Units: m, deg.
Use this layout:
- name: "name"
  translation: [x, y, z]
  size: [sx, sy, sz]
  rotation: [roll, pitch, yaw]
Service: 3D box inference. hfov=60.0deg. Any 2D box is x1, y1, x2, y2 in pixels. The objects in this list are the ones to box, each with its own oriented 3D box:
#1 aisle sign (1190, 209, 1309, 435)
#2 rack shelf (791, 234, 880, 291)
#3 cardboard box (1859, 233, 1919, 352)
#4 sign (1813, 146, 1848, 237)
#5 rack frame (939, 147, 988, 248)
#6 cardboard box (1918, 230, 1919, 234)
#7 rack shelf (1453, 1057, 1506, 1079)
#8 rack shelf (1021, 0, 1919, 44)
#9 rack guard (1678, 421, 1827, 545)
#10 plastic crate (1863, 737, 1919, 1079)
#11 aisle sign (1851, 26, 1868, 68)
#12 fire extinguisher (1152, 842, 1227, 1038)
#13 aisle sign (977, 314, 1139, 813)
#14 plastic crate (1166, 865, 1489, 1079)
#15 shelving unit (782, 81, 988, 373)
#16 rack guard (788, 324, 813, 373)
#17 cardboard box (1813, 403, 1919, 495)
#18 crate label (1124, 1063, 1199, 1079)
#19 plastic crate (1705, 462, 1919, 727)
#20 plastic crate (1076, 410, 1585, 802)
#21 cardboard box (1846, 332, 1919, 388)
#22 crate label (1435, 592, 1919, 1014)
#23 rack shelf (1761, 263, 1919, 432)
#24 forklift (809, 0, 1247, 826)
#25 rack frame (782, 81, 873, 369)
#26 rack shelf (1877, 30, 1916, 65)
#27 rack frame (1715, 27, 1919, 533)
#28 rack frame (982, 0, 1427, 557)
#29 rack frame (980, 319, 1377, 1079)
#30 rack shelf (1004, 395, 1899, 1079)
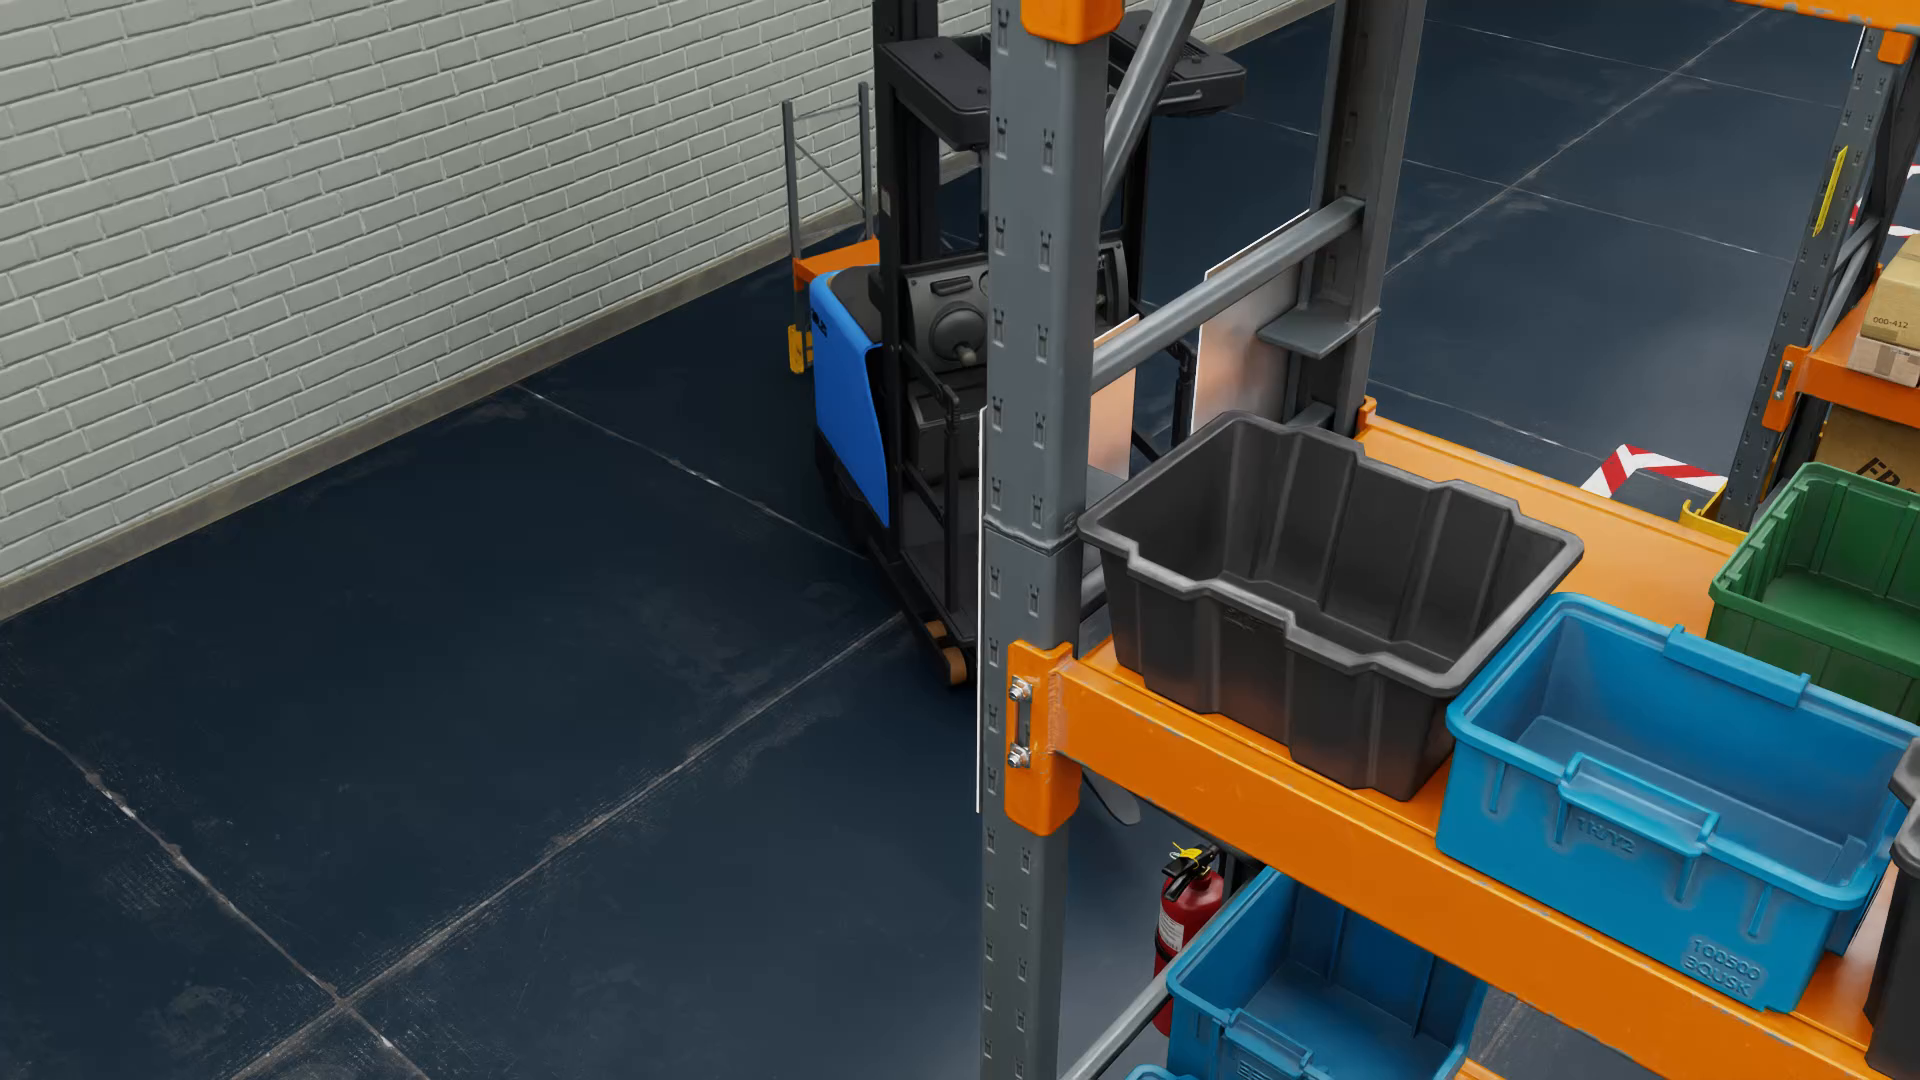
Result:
- name: "aisle sign"
  translation: [0.534, -0.204, 3.101]
  size: [0.004, 0.787, 0.394]
  rotation: [25, 42, 32]
- name: "rack shelf"
  translation: [-0.377, -1.263, 8.581]
  size: [0.538, 0.185, 1.000]
  rotation: [-23, 40, -29]
- name: "cardboard box"
  translation: [3.767, -0.903, 6.285]
  size: [0.500, 0.250, 0.500]
  rotation: [24, 41, 31]
- name: "sign"
  translation: [3.211, -1.284, 6.135]
  size: [0.005, 0.325, 0.100]
  rotation: [25, 42, 32]
- name: "rack frame"
  translation: [-0.076, -1.179, 8.142]
  size: [0.500, 1.500, 0.032]
  rotation: [-23, 40, -29]
- name: "cardboard box"
  translation: [4.113, -1.134, 6.622]
  size: [0.500, 0.250, 0.500]
  rotation: [25, 41, 31]
- name: "rack shelf"
  translation: [1.938, 2.042, 2.762]
  size: [4.000, 0.370, 1.077]
  rotation: [25, 42, 32]
- name: "rack shelf"
  translation: [1.938, -0.266, 1.177]
  size: [4.000, 0.370, 1.077]
  rotation: [25, 42, 32]
- name: "rack guard"
  translation: [3.552, -0.112, 7.471]
  size: [0.348, 0.500, 1.175]
  rotation: [25, 42, 32]
- name: "plastic crate"
  translation: [1.400, 0.483, 1.802]
  size: [0.767, 0.338, 0.504]
  rotation: [25, 42, 32]
- name: "aisle sign"
  translation: [3.323, -2.101, 5.863]
  size: [0.004, 0.787, 0.394]
  rotation: [25, 42, 32]
- name: "fire extinguisher"
  translation: [0.576, 0.955, 4.108]
  size: [0.183, 0.674, 0.296]
  rotation: [25, 42, 32]
- name: "aisle sign"
  translation: [0.156, 0.053, 2.727]
  size: [0.004, 0.787, 0.394]
  rotation: [25, 42, 32]
- name: "plastic crate"
  translation: [0.778, 1.022, 3.528]
  size: [0.499, 0.435, 0.616]
  rotation: [25, 42, 32]
- name: "shelving unit"
  translation: [-0.382, -1.415, 8.486]
  size: [0.587, 1.500, 1.083]
  rotation: [-23, 40, -29]
- name: "rack guard"
  translation: [-0.678, -1.127, 9.170]
  size: [0.587, 0.250, 0.087]
  rotation: [-23, 40, -29]
- name: "cardboard box"
  translation: [4.113, -0.234, 6.947]
  size: [0.875, 0.875, 0.875]
  rotation: [25, 42, 32]
- name: "crate label"
  translation: [0.381, 1.298, 3.305]
  size: [0.303, 0.233, 0.416]
  rotation: [25, 42, 32]
- name: "plastic crate"
  translation: [1.342, 0.105, 2.485]
  size: [0.336, 0.188, 0.450]
  rotation: [25, 42, 32]
- name: "plastic crate"
  translation: [0.519, 0.099, 2.421]
  size: [0.590, 0.269, 0.497]
  rotation: [25, 42, 32]
- name: "cardboard box"
  translation: [3.632, -0.758, 6.426]
  size: [0.250, 0.149, 0.380]
  rotation: [26, 42, 32]
- name: "crate label"
  translation: [0.904, 0.321, 2.115]
  size: [0.502, 0.251, 0.408]
  rotation: [25, 42, 32]
- name: "rack shelf"
  translation: [5.107, -0.113, 5.900]
  size: [4.000, 0.370, 1.077]
  rotation: [25, 42, 32]
- name: "forklift"
  translation: [0.322, -0.877, 6.438]
  size: [1.130, 2.935, 3.031]
  rotation: [-13, 37, -18]
- name: "rack frame"
  translation: [-0.678, -1.643, 8.817]
  size: [0.500, 1.500, 0.032]
  rotation: [-23, 40, -29]
- name: "rack shelf"
  translation: [5.107, -1.349, 5.051]
  size: [4.000, 0.370, 1.077]
  rotation: [25, 42, 32]
- name: "rack frame"
  translation: [3.570, -1.134, 6.751]
  size: [0.127, 3.000, 1.000]
  rotation: [25, 42, 32]
- name: "rack frame"
  translation: [0.401, -1.452, 1.915]
  size: [0.127, 3.000, 1.000]
  rotation: [25, 42, 32]
- name: "rack frame"
  translation: [0.401, 1.021, 3.613]
  size: [0.127, 3.000, 1.000]
  rotation: [25, 42, 32]
- name: "rack shelf"
  translation: [1.938, 0.806, 1.913]
  size: [4.000, 0.370, 1.077]
  rotation: [25, 42, 32]
